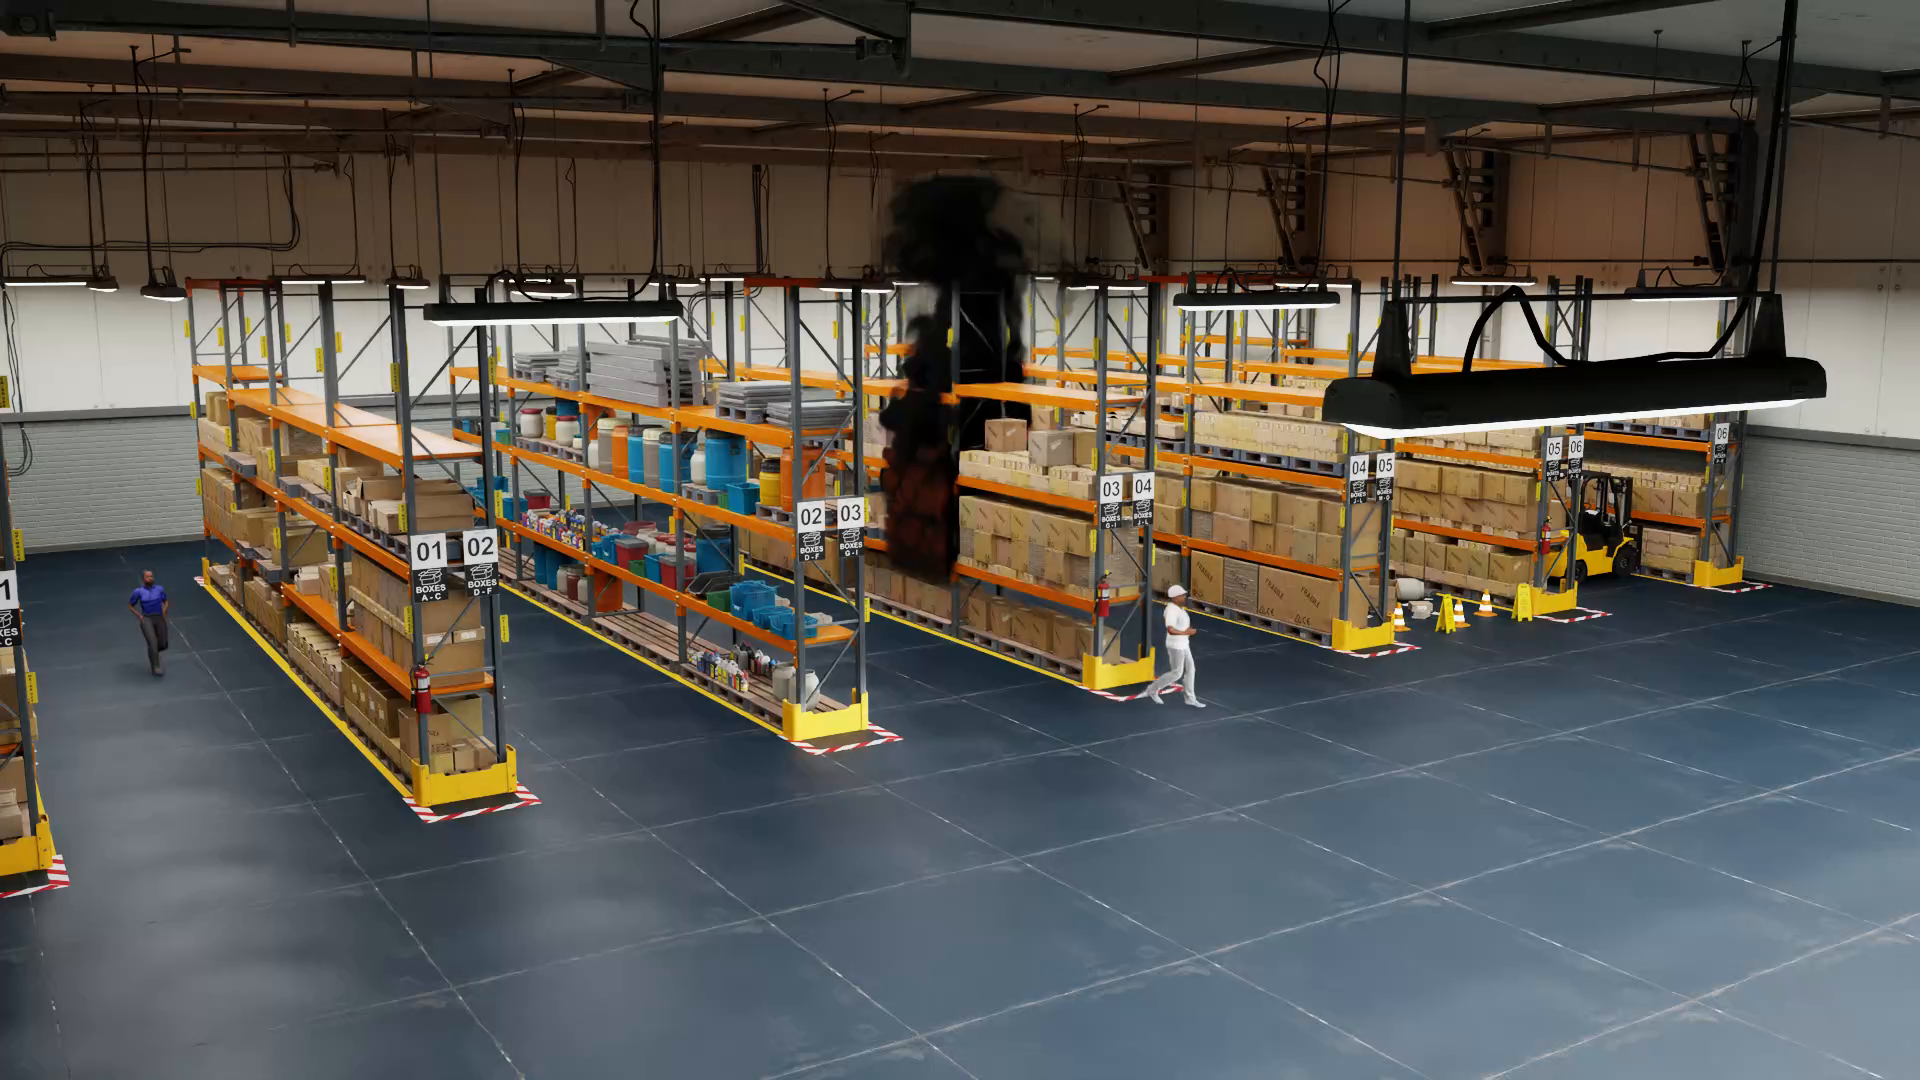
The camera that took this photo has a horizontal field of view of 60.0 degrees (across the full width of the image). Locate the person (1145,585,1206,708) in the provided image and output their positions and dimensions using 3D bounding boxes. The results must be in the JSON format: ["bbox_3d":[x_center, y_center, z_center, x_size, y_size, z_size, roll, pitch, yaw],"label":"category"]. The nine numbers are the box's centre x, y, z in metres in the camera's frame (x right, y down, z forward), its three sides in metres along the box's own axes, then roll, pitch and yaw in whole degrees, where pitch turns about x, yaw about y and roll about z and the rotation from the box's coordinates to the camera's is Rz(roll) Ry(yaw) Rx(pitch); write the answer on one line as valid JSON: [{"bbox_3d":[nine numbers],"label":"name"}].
[{"bbox_3d":[3.075,1.525,23.630,0.848,1.785,0.704,3,10,16],"label":"person"}]

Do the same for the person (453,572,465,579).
[{"bbox_3d":[-8.594,0.716,28.417,0.685,1.790,0.833,-8,12,-39],"label":"person"}]

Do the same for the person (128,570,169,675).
[{"bbox_3d":[-12.518,1.254,25.714,0.577,1.605,0.644,-9,13,-42],"label":"person"}]
